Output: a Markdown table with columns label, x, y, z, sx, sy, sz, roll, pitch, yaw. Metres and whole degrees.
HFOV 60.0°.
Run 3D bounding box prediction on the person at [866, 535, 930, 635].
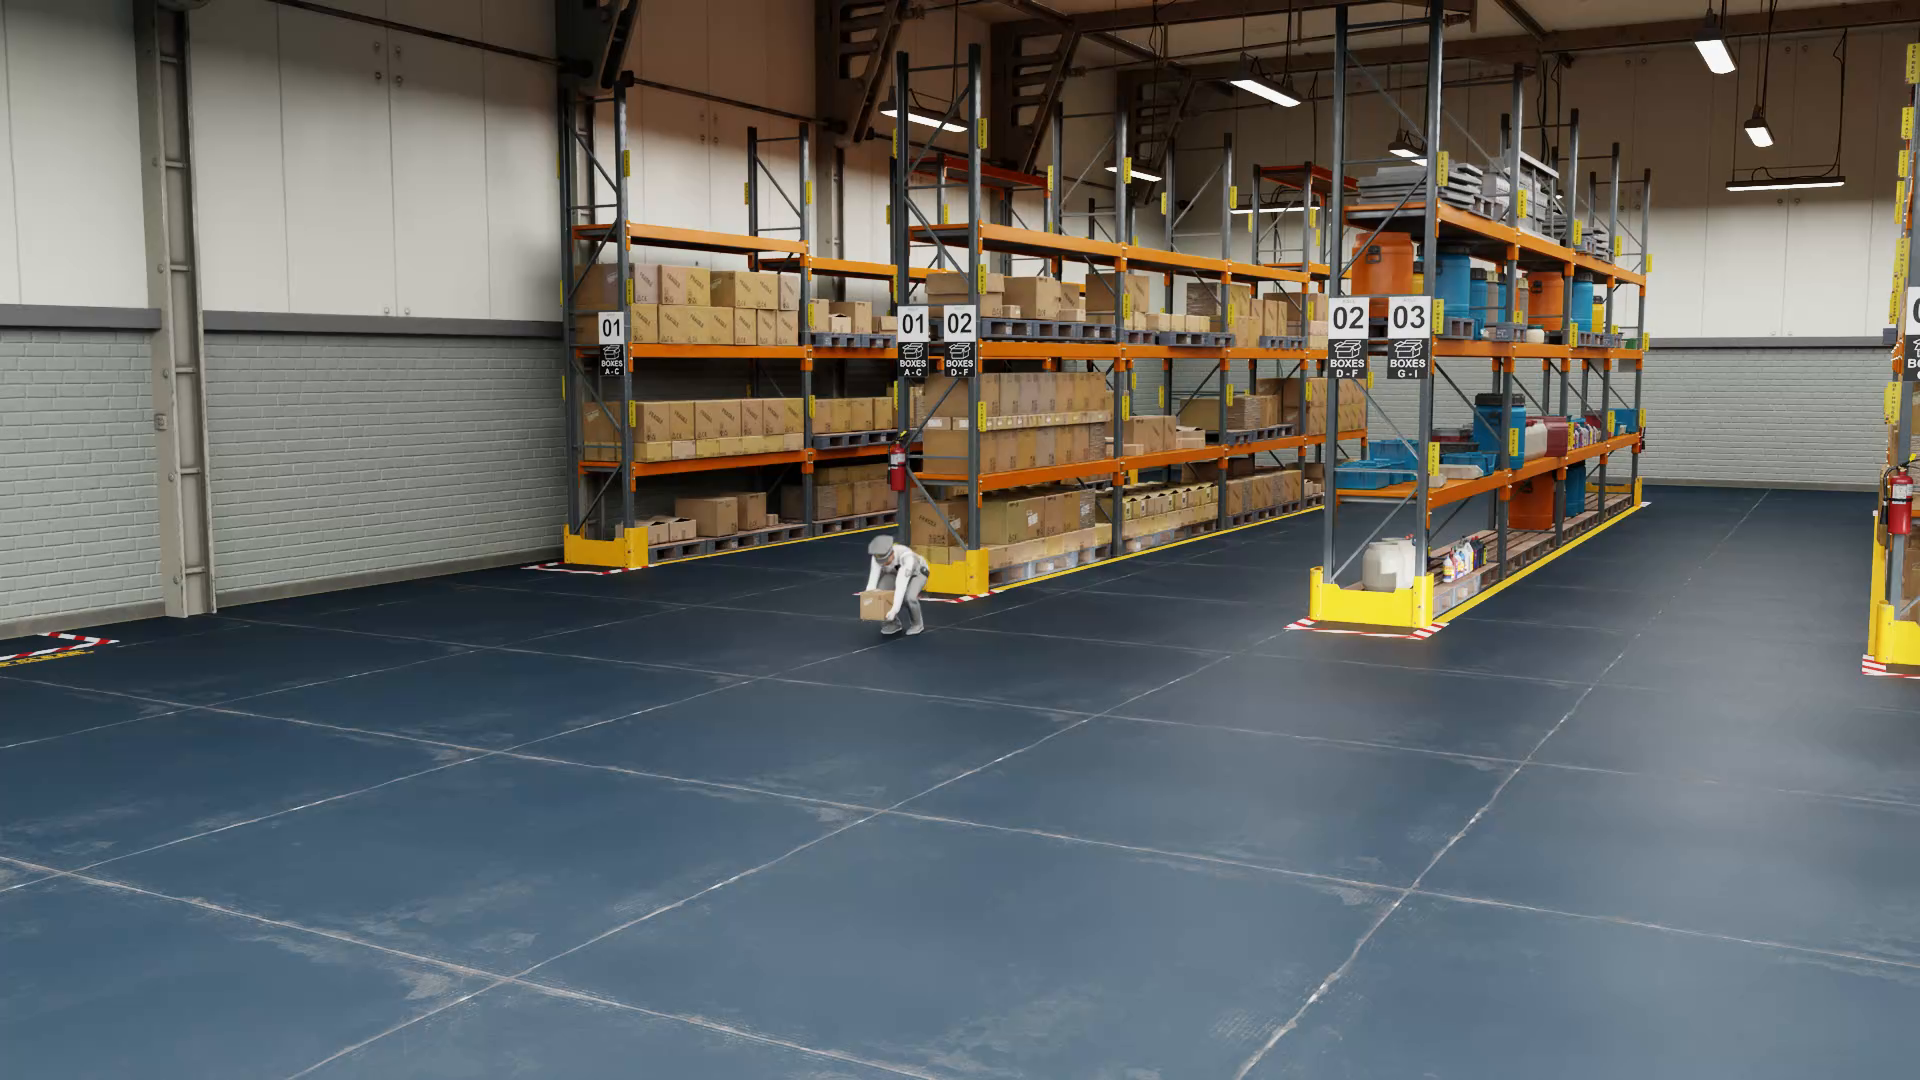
| label | x | y | z | sx | sy | sz | roll | pitch | yaw |
| --- | --- | --- | --- | --- | --- | --- | --- | --- | --- |
| person | -0.601 | 0.415 | 15.726 | 0.454 | 0.982 | 0.883 | 3 | 7 | 27 |
